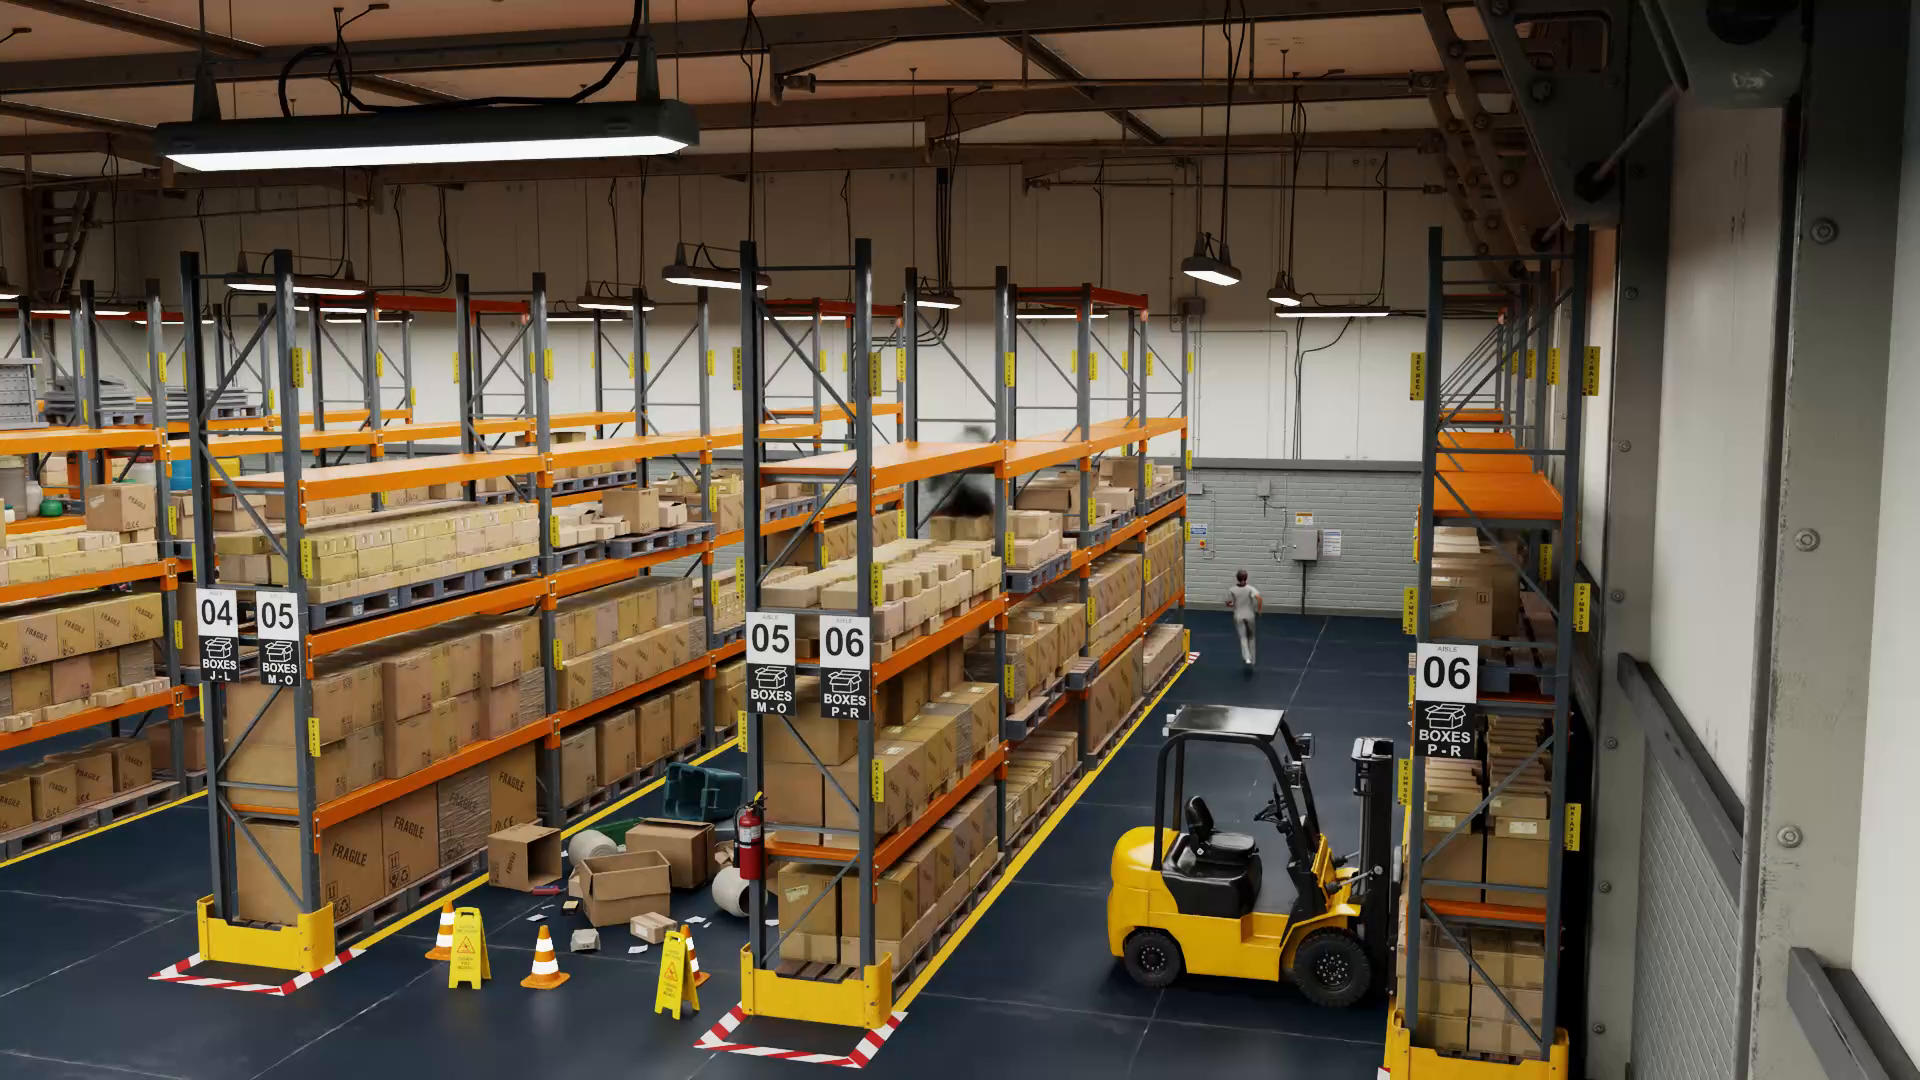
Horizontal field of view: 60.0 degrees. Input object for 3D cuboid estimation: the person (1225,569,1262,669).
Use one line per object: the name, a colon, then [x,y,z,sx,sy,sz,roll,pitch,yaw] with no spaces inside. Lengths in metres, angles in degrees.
person: [4.609,1.325,27.071,0.584,1.691,0.899,1,6,8]
